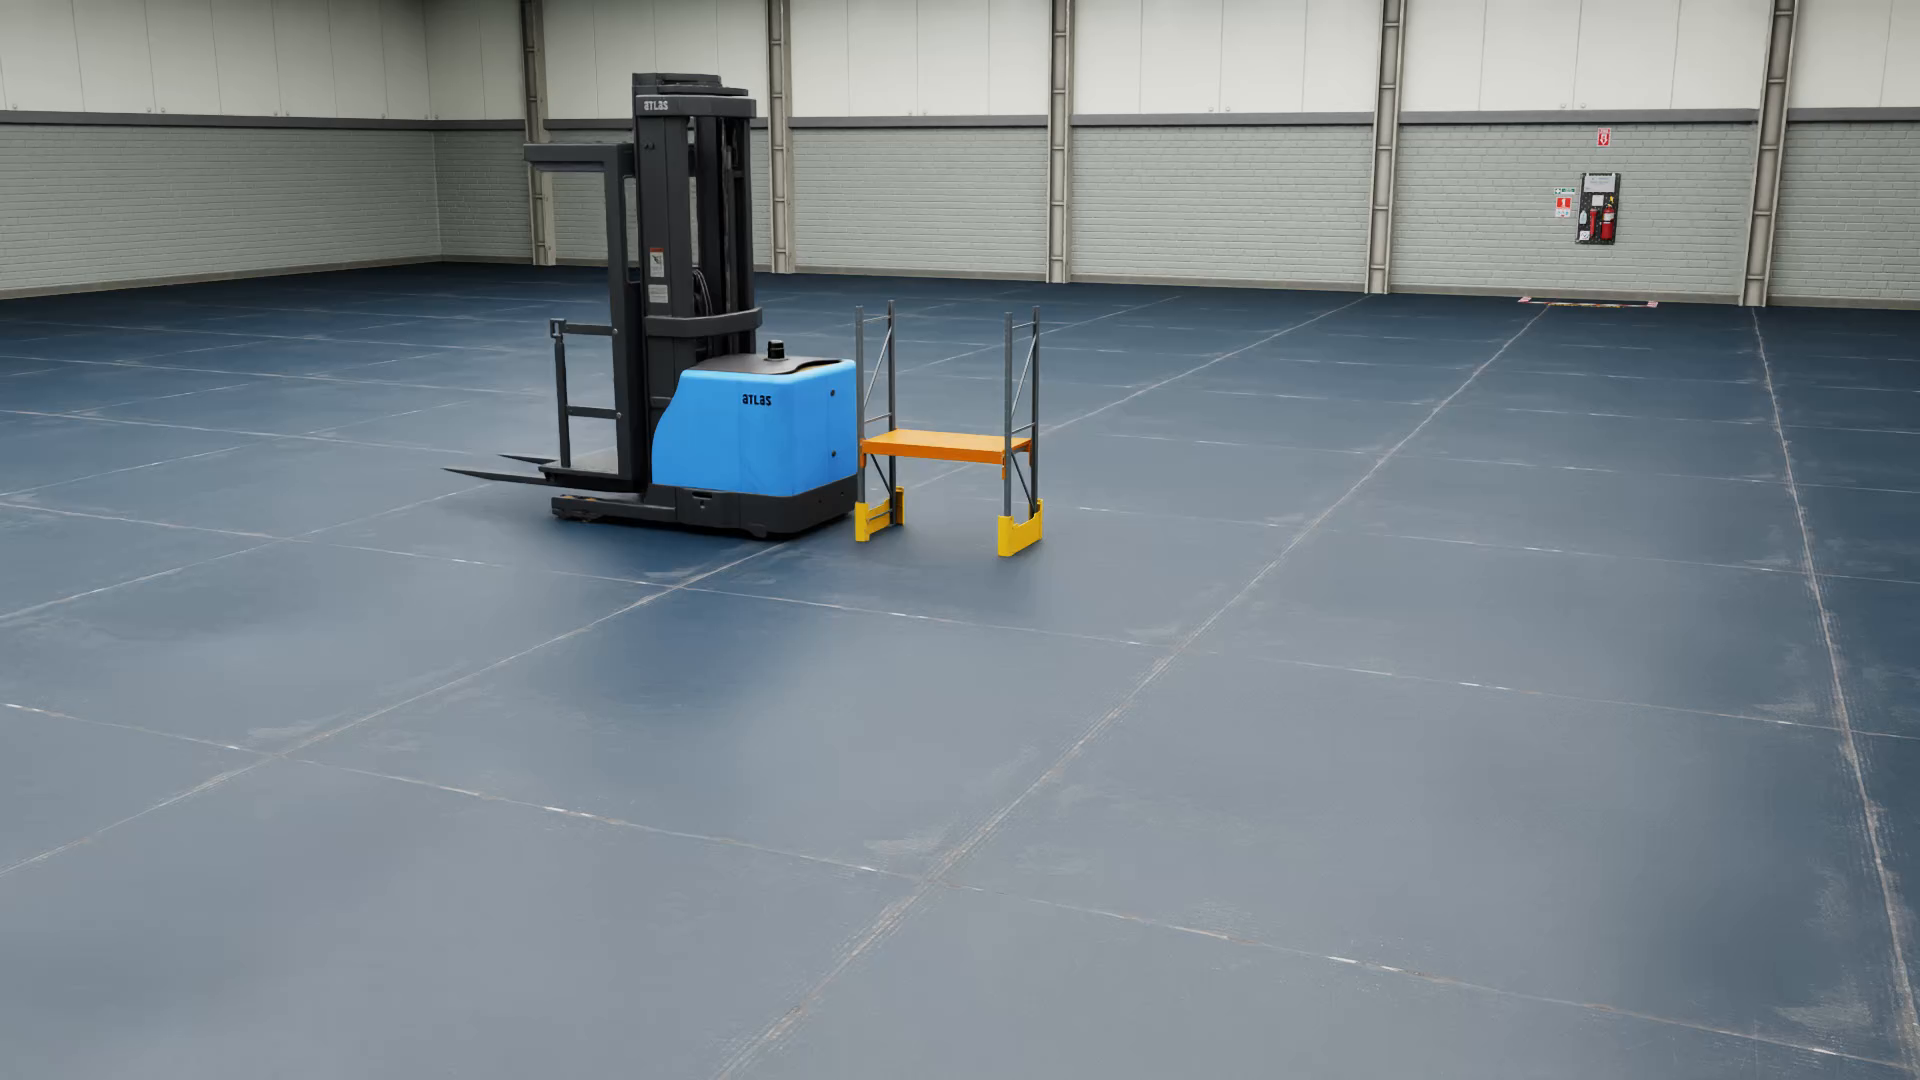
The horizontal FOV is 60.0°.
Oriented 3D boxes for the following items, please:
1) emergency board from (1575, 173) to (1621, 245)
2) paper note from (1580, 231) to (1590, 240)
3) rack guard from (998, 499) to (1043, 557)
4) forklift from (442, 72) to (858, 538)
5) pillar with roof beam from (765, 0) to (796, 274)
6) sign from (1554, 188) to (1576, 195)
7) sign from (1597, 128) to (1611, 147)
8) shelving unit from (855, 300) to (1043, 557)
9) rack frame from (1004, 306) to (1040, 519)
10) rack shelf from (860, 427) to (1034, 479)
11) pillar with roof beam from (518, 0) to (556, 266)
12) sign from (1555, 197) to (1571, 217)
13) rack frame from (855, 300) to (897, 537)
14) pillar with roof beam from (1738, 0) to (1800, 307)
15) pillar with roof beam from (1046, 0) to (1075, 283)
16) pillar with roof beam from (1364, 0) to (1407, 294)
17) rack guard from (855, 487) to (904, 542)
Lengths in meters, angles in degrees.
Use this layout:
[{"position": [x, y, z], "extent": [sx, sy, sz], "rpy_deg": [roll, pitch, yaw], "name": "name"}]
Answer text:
[{"position": [10.604, -5.503, 27.640], "extent": [0.643, 1.169, 0.194], "rpy_deg": [6, 14, 23], "name": "emergency board"}, {"position": [10.470, -5.105, 27.872], "extent": [0.142, 0.148, 0.016], "rpy_deg": [6, 14, 23], "name": "paper note"}, {"position": [0.386, -0.083, 10.560], "extent": [0.087, 0.250, 0.587], "rpy_deg": [6, 14, 23], "name": "rack guard"}, {"position": [-2.222, -1.647, 11.359], "extent": [3.031, 2.935, 1.130], "rpy_deg": [6, 15, 25], "name": "forklift"}, {"position": [-5.353, -8.953, 29.212], "extent": [0.400, 9.000, 9.100], "rpy_deg": [6, 14, 23], "name": "pillar with roof beam"}, {"position": [10.141, -5.849, 27.875], "extent": [0.331, 0.109, 0.001], "rpy_deg": [6, 14, 23], "name": "sign"}, {"position": [10.637, -6.653, 27.467], "extent": [0.199, 0.298, 0.001], "rpy_deg": [6, 14, 23], "name": "sign"}, {"position": [-0.070, -0.737, 10.614], "extent": [1.083, 1.500, 0.587], "rpy_deg": [6, 14, 23], "name": "shelving unit"}, {"position": [0.387, -0.691, 10.417], "extent": [0.032, 1.500, 0.500], "rpy_deg": [6, 14, 23], "name": "rack frame"}, {"position": [-0.078, -0.563, 10.658], "extent": [1.000, 0.185, 0.538], "rpy_deg": [6, 14, 23], "name": "rack shelf"}, {"position": [-10.839, -9.508, 31.578], "extent": [0.400, 9.000, 9.100], "rpy_deg": [6, 14, 23], "name": "pillar with roof beam"}, {"position": [10.140, -5.593, 27.946], "extent": [0.234, 0.329, 0.001], "rpy_deg": [6, 14, 23], "name": "sign"}, {"position": [-0.543, -0.785, 10.818], "extent": [0.032, 1.500, 0.500], "rpy_deg": [6, 14, 23], "name": "rack frame"}, {"position": [11.105, -7.288, 22.114], "extent": [0.400, 9.000, 9.100], "rpy_deg": [6, 14, 23], "name": "pillar with roof beam"}, {"position": [0.133, -8.398, 26.846], "extent": [0.400, 9.000, 9.100], "rpy_deg": [6, 14, 23], "name": "pillar with roof beam"}, {"position": [5.619, -7.843, 24.480], "extent": [0.400, 9.000, 9.100], "rpy_deg": [6, 14, 23], "name": "pillar with roof beam"}, {"position": [-0.525, -0.175, 10.953], "extent": [0.087, 0.250, 0.587], "rpy_deg": [6, 14, 23], "name": "rack guard"}]
